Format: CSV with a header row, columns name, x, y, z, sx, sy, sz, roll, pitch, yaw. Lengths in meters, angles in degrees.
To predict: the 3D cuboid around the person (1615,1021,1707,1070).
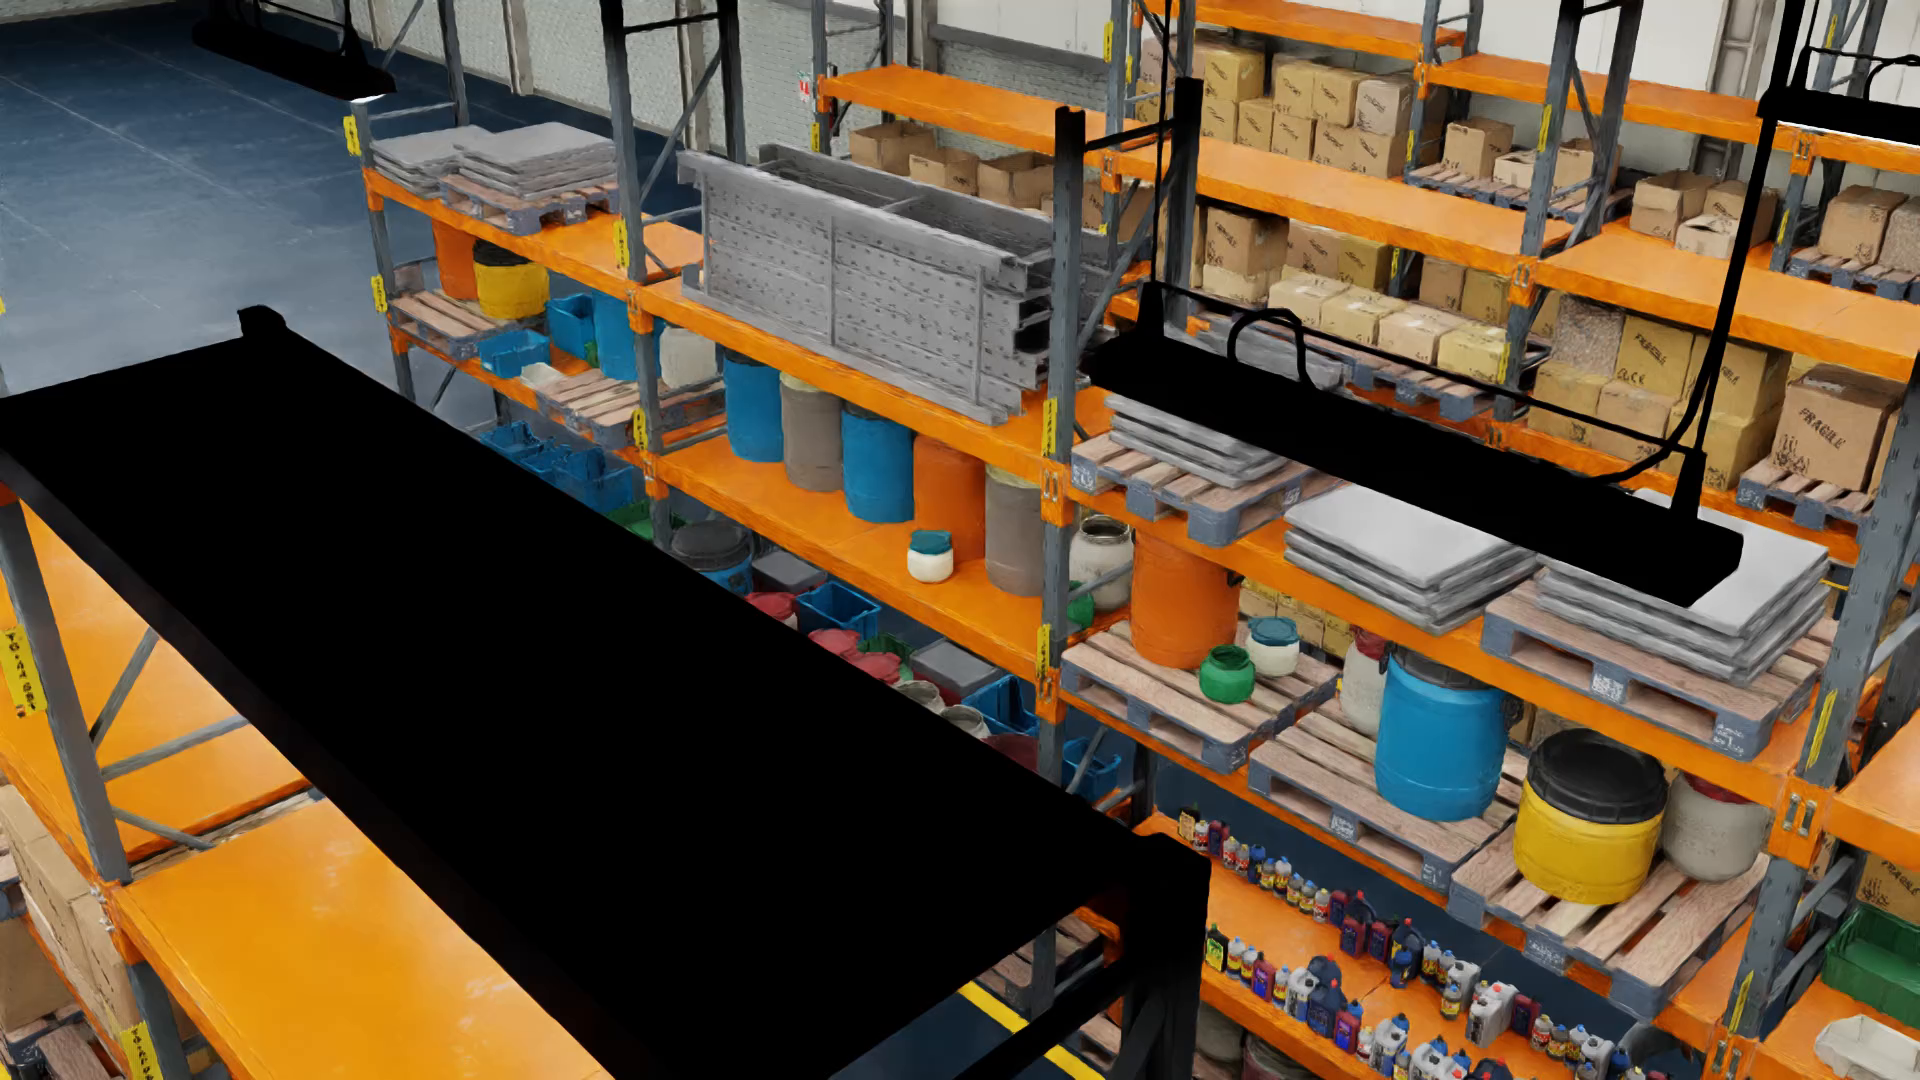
name,x,y,z,sx,sy,sz,roll,pitch,yaw
person,4.323,2.750,9.927,0.542,1.671,1.126,-23,36,-36
